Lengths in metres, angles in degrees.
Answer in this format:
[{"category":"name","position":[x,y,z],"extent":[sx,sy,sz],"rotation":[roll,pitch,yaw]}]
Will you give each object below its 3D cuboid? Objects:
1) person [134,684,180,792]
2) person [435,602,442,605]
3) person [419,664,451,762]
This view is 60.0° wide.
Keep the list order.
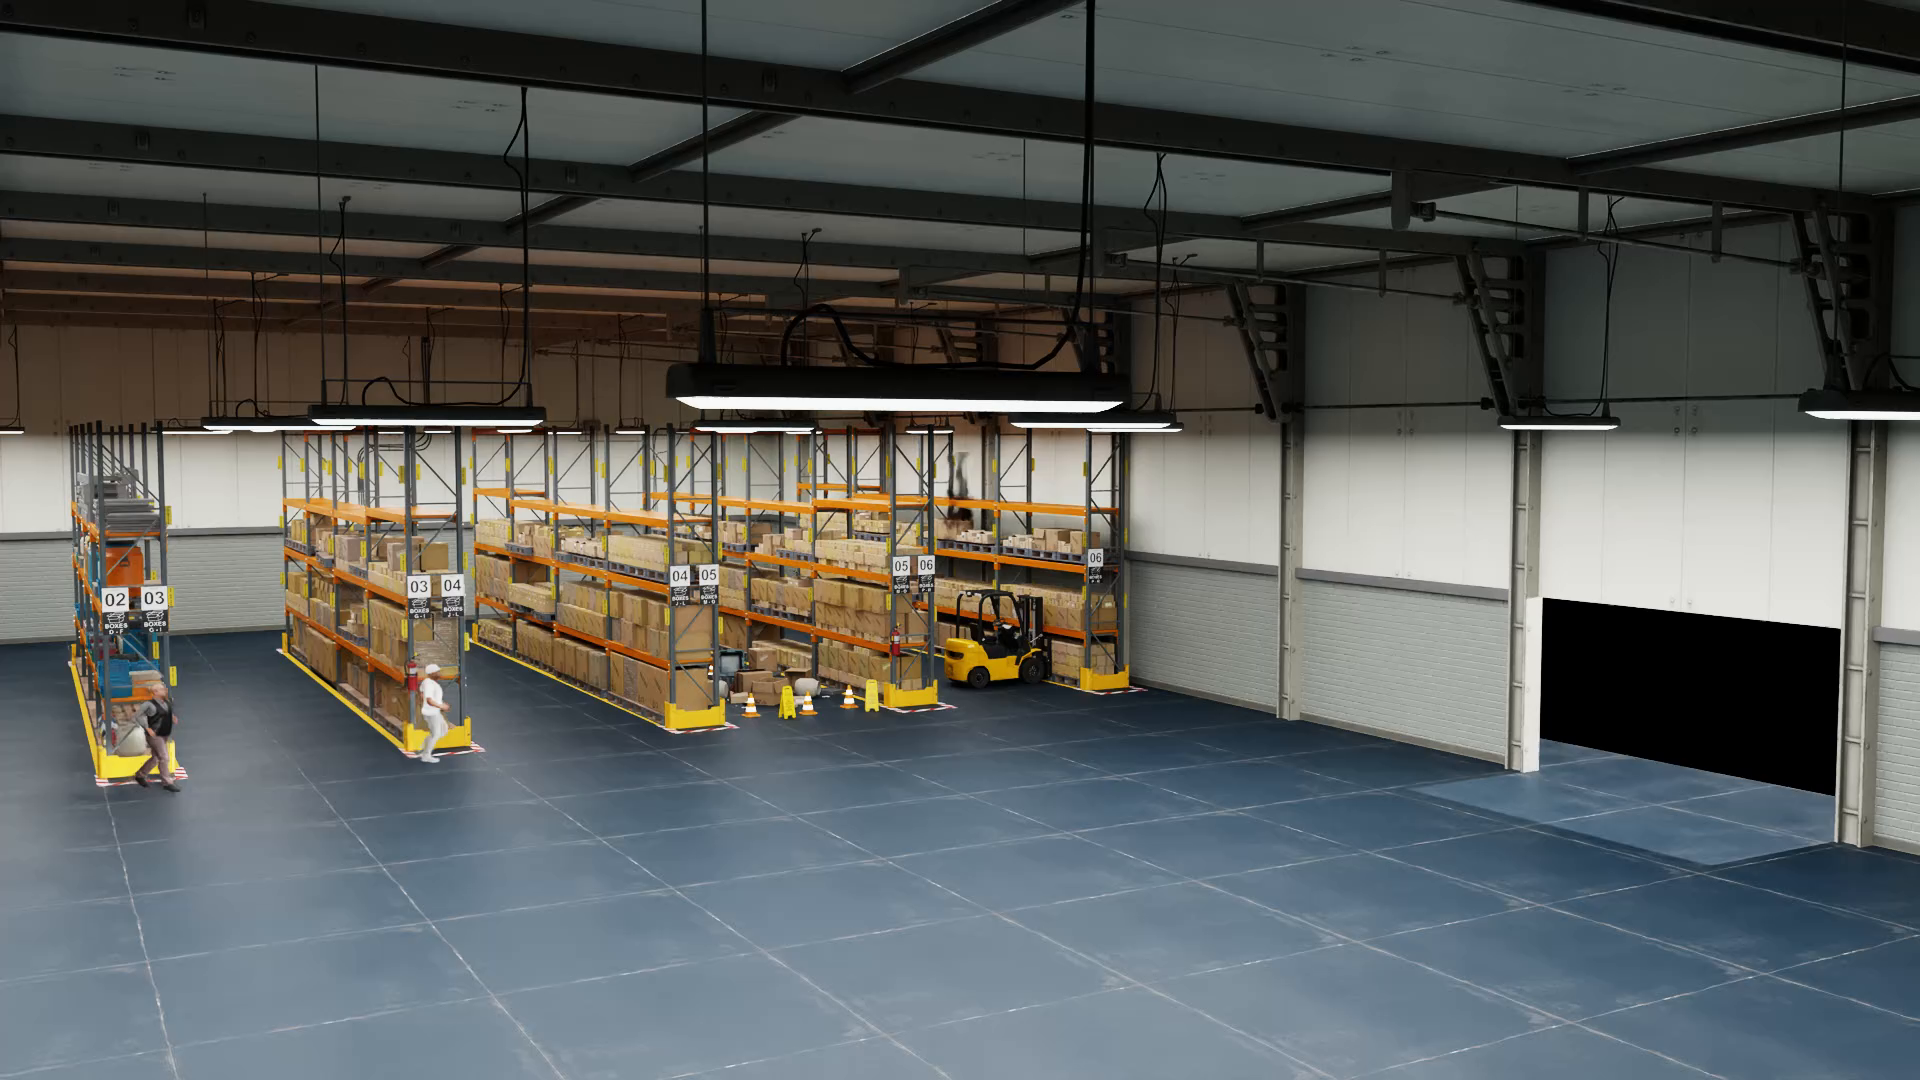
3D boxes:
[{"category":"person","position":[-12.959,3.179,26.857],"extent":[0.857,1.733,0.654],"rotation":[0,4,6]},{"category":"person","position":[-14.422,2.019,46.456],"extent":[0.752,1.758,0.862],"rotation":[0,4,-1]},{"category":"person","position":[-9.262,3.046,29.312],"extent":[0.558,1.733,0.709],"rotation":[-1,4,-14]}]
